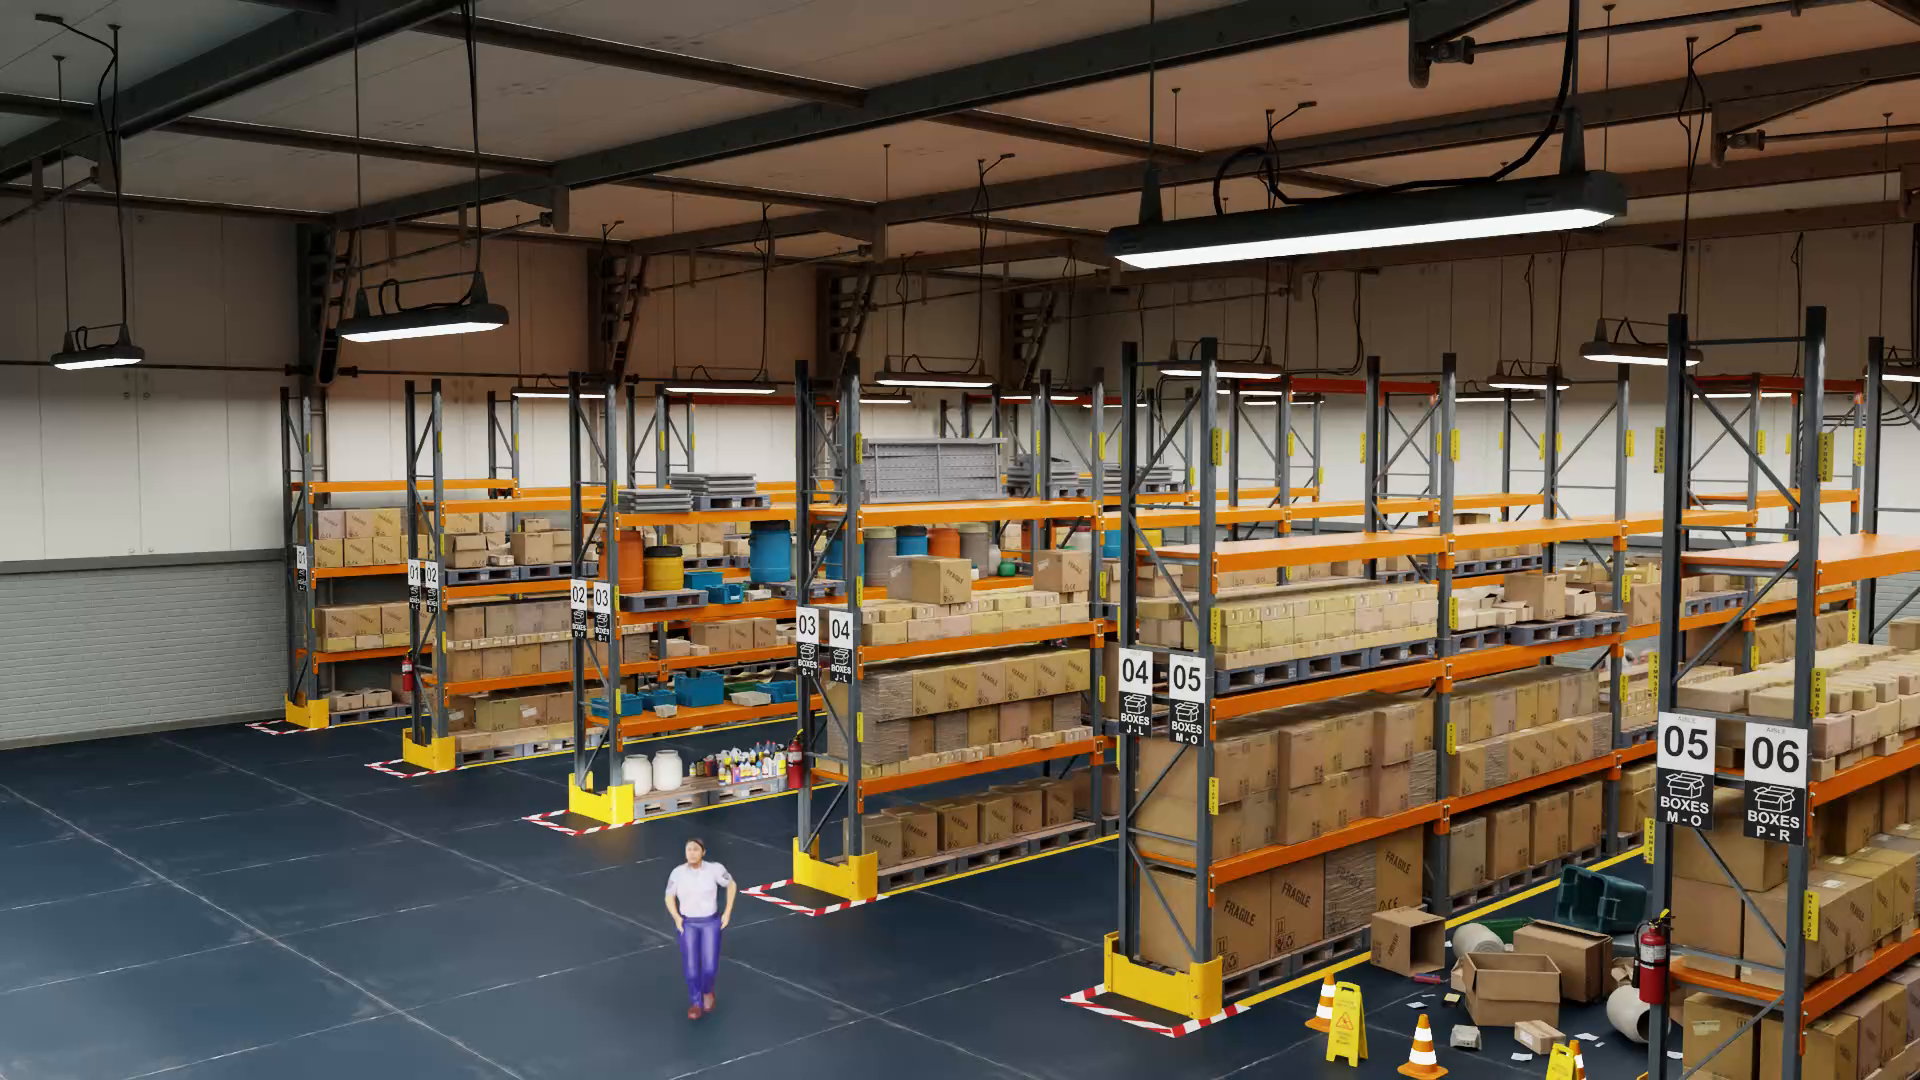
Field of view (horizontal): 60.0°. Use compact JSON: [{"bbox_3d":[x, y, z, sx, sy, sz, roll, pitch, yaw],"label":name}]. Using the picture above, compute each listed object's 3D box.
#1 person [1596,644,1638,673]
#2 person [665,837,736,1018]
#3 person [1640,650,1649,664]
[{"bbox_3d":[11.324,2.485,28.625,0.713,1.740,0.835,1,4,22],"label":"person"},{"bbox_3d":[-2.299,3.428,14.658,0.617,1.609,0.527,0,4,-2],"label":"person"},{"bbox_3d":[10.709,2.618,26.018,1.028,1.795,0.717,-4,5,-45],"label":"person"}]
